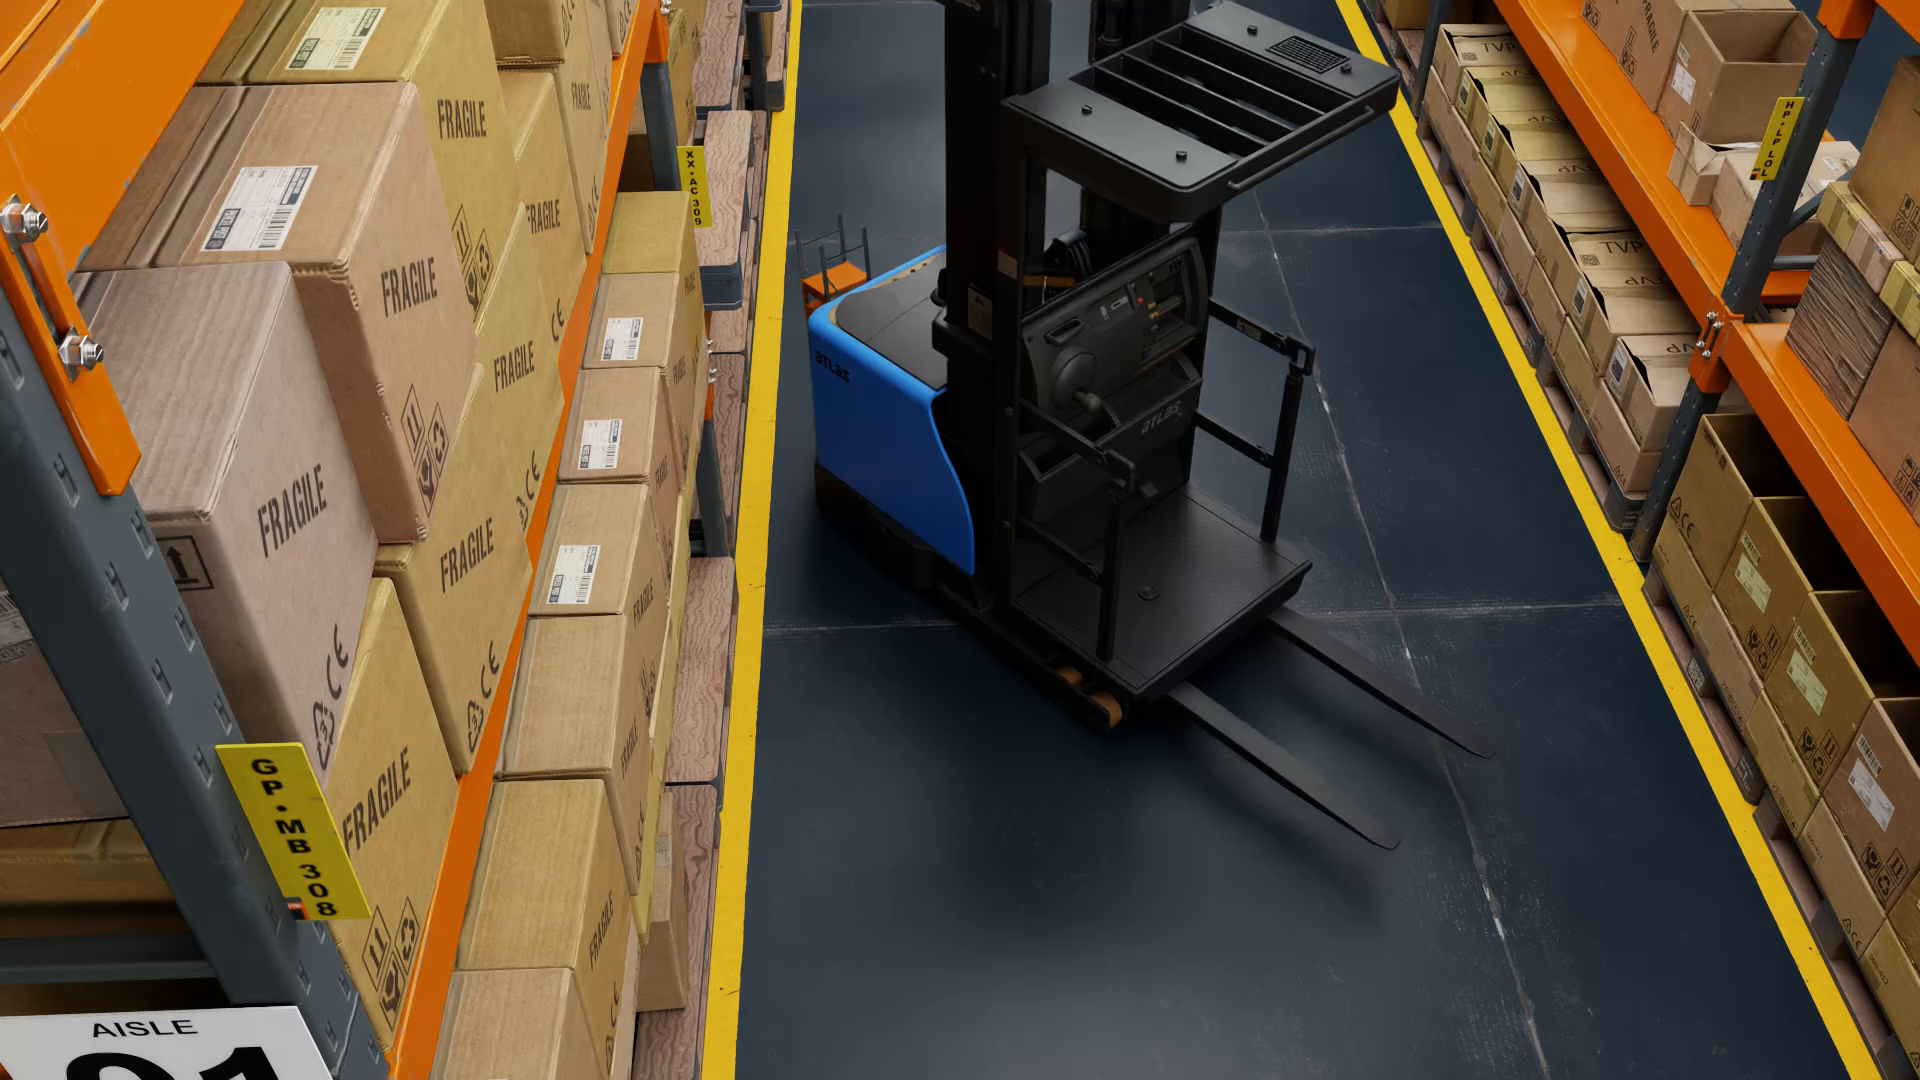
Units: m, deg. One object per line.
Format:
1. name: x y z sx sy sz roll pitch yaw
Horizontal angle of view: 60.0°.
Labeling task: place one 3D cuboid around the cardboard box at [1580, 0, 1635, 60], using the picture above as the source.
1. cardboard box: 3.381 -2.661 8.009 0.500 0.500 0.500 -4 43 -4

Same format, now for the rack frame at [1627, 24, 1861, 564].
1. rack frame: 3.463 -1.056 6.332 1.000 3.000 0.127 -2 43 -2

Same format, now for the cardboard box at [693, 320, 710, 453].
1. cardboard box: -1.163 -0.552 5.878 0.500 0.250 0.500 -2 43 -2

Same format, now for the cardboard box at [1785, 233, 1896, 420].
1. cardboard box: 3.488 -0.793 5.971 0.700 0.500 0.500 -3 43 -3

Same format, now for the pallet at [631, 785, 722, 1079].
1. pallet: -1.368 1.395 5.722 1.003 0.211 1.213 -2 43 -2

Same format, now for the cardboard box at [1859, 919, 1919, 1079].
1. cardboard box: 3.259 1.475 5.295 0.500 0.250 0.500 -2 43 -2

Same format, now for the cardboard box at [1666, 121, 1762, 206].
1. cardboard box: 3.242 -1.595 7.019 0.396 0.266 0.258 -3 43 -3

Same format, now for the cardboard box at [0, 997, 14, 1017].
1. cardboard box: -1.587 0.365 2.473 0.500 0.500 0.500 1 43 1

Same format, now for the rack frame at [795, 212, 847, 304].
1. rack frame: -0.573 -0.896 7.492 0.240 1.200 0.006 -28 44 -27

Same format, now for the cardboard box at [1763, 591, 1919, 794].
1. cardboard box: 3.212 0.524 5.778 0.500 0.500 0.500 -2 43 -2

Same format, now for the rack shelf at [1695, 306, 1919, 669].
1. rack shelf: 3.548 0.559 5.102 1.077 0.370 4.000 -2 43 -2

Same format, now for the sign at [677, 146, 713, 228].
1. sign: -0.944 -1.251 5.904 0.100 0.325 0.005 -2 43 -2

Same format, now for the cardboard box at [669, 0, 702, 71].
1. cardboard box: -1.550 -2.276 7.263 0.700 0.500 0.500 4 43 4

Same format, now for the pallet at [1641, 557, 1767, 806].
1. pallet: 3.455 0.510 6.687 1.003 0.211 1.213 -2 43 -2

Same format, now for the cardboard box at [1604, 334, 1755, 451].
1. cardboard box: 3.159 -0.669 7.219 0.500 0.311 0.500 -2 43 -2

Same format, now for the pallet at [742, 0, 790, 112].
1. pallet: -1.614 -3.118 10.645 1.003 0.211 1.213 -2 43 -2

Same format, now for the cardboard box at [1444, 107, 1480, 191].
1. cardboard box: 3.044 -2.196 9.300 0.500 0.250 0.500 -3 43 -3

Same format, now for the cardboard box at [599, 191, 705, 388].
1. cardboard box: -1.157 -0.829 5.626 0.500 0.500 0.500 -2 43 -2

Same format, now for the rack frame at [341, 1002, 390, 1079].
1. rack frame: -1.316 1.789 3.228 1.000 3.000 0.127 -2 43 -2

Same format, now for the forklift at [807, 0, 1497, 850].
1. forklift: 0.730 -0.719 6.015 1.130 2.935 3.031 -33 52 -30

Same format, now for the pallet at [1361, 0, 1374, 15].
1. pallet: 3.250 -4.055 11.667 1.003 0.211 1.213 -2 43 -2

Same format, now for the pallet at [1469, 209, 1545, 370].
1. pallet: 3.338 -1.350 8.716 1.003 0.211 1.213 -2 43 -2

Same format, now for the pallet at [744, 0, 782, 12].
1. pallet: -1.519 -3.063 8.663 1.213 0.211 1.003 -2 43 -2

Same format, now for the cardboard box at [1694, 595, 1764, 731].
1. cardboard box: 3.196 0.462 6.399 0.500 0.250 0.500 -2 43 -2

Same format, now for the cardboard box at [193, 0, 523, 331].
1. cardboard box: -1.094 -0.682 2.875 0.500 0.500 0.500 -1 43 -1

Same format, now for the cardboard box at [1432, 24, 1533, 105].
1. cardboard box: 3.022 -2.742 9.481 0.500 0.311 0.500 0 43 0

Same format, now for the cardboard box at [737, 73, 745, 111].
1. cardboard box: -1.573 -2.368 9.287 0.700 0.500 0.500 -1 43 -1

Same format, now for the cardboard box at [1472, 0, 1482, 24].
1. cardboard box: 3.531 -3.666 10.703 0.500 0.500 0.500 -3 43 -3

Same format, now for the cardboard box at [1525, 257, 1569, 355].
1. cardboard box: 3.114 -1.156 8.165 0.500 0.250 0.500 -1 43 -1

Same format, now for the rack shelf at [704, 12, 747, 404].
1. rack shelf: -1.571 -1.996 7.890 1.077 0.370 4.000 -2 43 -2

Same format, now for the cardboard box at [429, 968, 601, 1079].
1. cardboard box: -1.036 1.230 3.379 0.500 0.500 0.500 -2 43 -2

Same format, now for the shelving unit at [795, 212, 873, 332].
1. shelving unit: -0.517 -0.853 7.433 0.258 1.200 0.189 -28 44 -27

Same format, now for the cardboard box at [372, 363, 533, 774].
1. cardboard box: -1.068 0.043 2.825 0.500 0.500 0.500 1 43 1

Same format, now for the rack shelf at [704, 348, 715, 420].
1. rack shelf: -1.401 0.704 4.944 1.077 0.370 4.000 -2 43 -2

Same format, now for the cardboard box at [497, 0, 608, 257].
1. cardboard box: -1.148 -1.013 3.976 0.500 0.500 0.500 -3 43 -3

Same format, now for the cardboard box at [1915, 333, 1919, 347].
1. cardboard box: 3.317 -0.624 5.307 0.380 0.149 0.250 -2 43 -2

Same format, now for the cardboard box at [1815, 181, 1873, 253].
1. cardboard box: 3.281 -1.145 5.875 0.380 0.149 0.250 -2 43 -2

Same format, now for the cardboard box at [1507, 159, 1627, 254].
1. cardboard box: 3.094 -1.696 8.340 0.500 0.311 0.500 -2 43 -2

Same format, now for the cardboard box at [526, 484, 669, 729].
1. cardboard box: -1.097 0.199 4.504 0.500 0.500 0.500 0 43 0

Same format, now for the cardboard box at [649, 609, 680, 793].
1. cardboard box: -1.091 0.463 4.771 0.500 0.250 0.500 -1 43 -1
